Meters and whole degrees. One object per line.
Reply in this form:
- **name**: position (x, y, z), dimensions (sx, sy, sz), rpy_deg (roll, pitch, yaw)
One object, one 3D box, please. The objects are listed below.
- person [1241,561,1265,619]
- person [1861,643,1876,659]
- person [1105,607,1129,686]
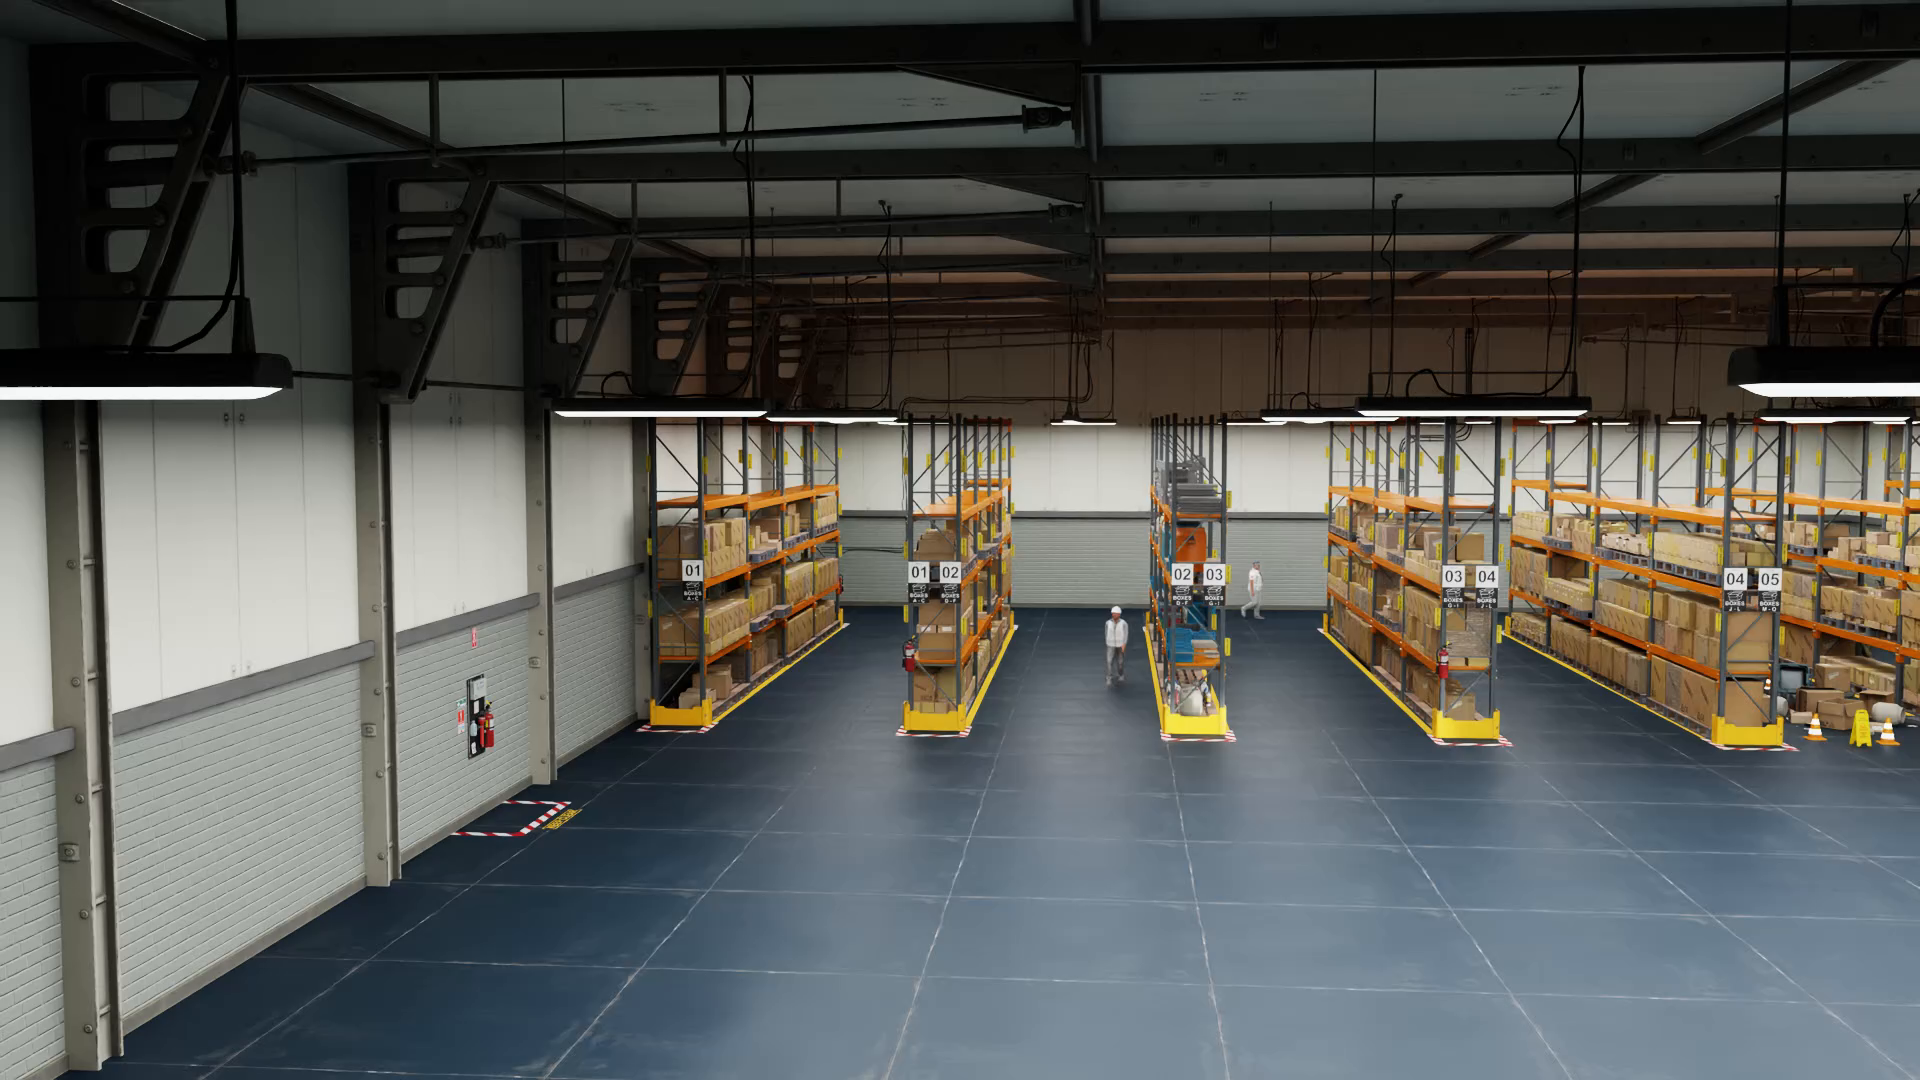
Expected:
- **person**: position (8.772, 1.495, 49.737), dimensions (0.660, 1.738, 0.593), rpy_deg (2, 4, 29)
- **person**: position (21.948, 2.150, 40.193), dimensions (0.659, 1.760, 0.658), rpy_deg (-1, 4, -19)
- **person**: position (3.481, 2.349, 37.054), dimensions (0.554, 1.719, 1.004), rpy_deg (1, 4, 14)
